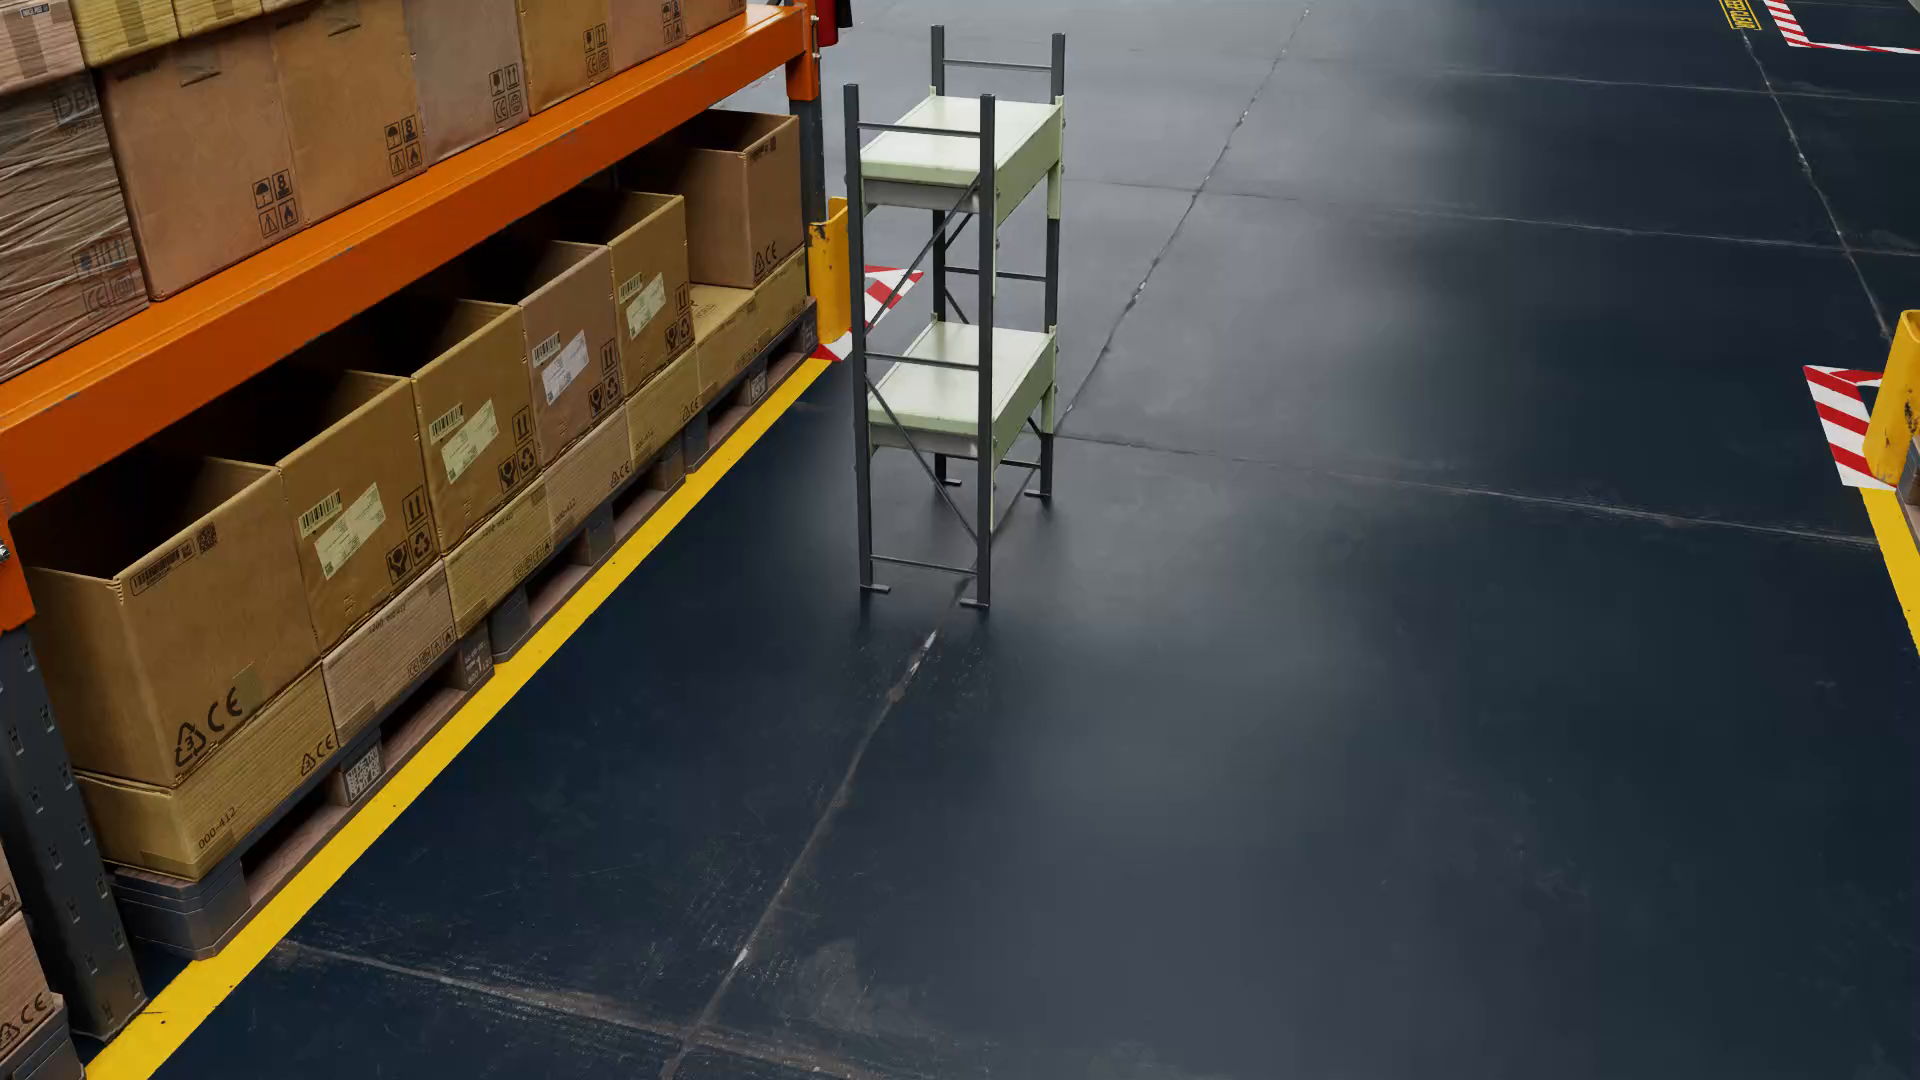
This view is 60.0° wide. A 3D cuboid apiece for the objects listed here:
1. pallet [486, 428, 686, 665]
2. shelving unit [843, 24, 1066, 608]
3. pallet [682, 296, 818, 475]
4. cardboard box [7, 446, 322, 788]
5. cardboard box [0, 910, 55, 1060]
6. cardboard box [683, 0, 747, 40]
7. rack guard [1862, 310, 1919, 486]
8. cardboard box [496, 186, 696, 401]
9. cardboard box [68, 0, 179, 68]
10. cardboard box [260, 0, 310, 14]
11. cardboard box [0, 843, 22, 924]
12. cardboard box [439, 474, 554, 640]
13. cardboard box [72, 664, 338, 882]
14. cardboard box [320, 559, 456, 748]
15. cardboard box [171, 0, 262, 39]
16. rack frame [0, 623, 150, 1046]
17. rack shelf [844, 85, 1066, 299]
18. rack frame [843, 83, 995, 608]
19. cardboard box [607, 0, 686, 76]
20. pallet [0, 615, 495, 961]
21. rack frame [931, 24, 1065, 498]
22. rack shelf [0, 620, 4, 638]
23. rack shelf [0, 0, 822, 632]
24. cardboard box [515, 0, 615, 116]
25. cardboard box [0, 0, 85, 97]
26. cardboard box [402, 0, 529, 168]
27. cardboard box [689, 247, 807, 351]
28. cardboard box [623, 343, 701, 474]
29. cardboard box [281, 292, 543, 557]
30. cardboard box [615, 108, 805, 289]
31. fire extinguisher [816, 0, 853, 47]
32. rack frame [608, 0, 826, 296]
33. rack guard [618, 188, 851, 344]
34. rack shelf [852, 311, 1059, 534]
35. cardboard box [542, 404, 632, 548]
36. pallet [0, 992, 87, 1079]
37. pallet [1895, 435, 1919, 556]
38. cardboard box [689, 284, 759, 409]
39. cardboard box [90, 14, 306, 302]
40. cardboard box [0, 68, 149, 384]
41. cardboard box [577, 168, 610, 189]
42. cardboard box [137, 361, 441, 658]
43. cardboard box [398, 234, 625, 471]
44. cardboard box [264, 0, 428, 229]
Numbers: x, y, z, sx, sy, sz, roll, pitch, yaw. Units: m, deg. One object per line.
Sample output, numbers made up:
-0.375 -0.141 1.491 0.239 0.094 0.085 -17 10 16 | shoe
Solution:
-1.570 -0.093 5.199 1.003 0.211 1.213 8 30 15 | pallet
0.002 -0.659 4.891 0.431 1.500 0.755 8 30 15 | shelving unit
-1.210 -0.658 6.215 1.003 0.211 1.213 8 30 15 | pallet
-1.765 0.141 3.536 0.500 0.500 0.500 8 30 15 | cardboard box
-2.045 0.873 2.991 0.500 0.250 0.500 8 30 14 | cardboard box
-1.175 -2.066 5.776 0.700 0.500 0.500 9 30 15 | cardboard box
3.688 -0.405 5.463 1.175 0.500 0.348 8 30 15 | rack guard
-1.178 -0.789 5.207 0.500 0.500 0.500 8 30 15 | cardboard box
-1.788 -1.040 3.264 0.380 0.149 0.250 8 30 14 | cardboard box
-1.637 -1.278 3.692 0.380 0.149 0.250 7 30 13 | cardboard box
-2.045 0.623 2.863 0.500 0.311 0.500 8 30 15 | cardboard box
-1.471 0.004 4.554 0.500 0.250 0.500 8 30 15 | cardboard box
-1.774 0.467 3.721 0.500 0.250 0.500 8 30 15 | cardboard box
-1.623 0.235 4.138 0.500 0.250 0.500 8 30 15 | cardboard box
-1.713 -1.162 3.483 0.380 0.149 0.250 8 30 14 | cardboard box
-2.200 -0.379 2.845 1.000 3.000 0.127 8 30 15 | rack frame
0.002 -1.000 4.701 0.431 0.370 0.720 8 30 15 | rack shelf
-0.105 -0.488 4.585 0.400 1.500 0.023 8 30 15 | rack frame
-1.325 -1.821 5.336 0.700 0.500 0.500 9 30 16 | cardboard box
-1.927 0.476 4.177 1.003 0.211 1.213 8 30 15 | pallet
0.109 -0.829 5.197 0.400 1.500 0.023 8 30 15 | rack frame
-2.787 0.865 1.349 1.077 0.370 4.000 8 30 15 | rack shelf
-1.613 -0.994 4.691 1.077 0.370 4.000 8 30 15 | rack shelf
-1.476 -1.592 4.923 0.700 0.500 0.500 9 30 15 | cardboard box
-1.863 -0.920 3.048 0.380 0.149 0.250 9 30 16 | cardboard box
-1.627 -1.346 4.482 0.700 0.500 0.500 9 30 16 | cardboard box
-0.901 -0.928 6.229 0.500 0.250 0.500 8 30 15 | cardboard box
-1.181 -0.461 5.390 0.500 0.250 0.500 8 30 15 | cardboard box
-1.471 -0.324 4.372 0.500 0.500 0.500 8 30 15 | cardboard box
-0.899 -1.256 6.047 0.500 0.500 0.500 8 30 15 | cardboard box
-0.547 -2.192 6.185 0.296 0.674 0.183 8 30 15 | fire extinguisher
-1.026 -2.238 6.187 1.000 3.000 0.127 8 30 15 | rack frame
-1.019 -1.156 6.815 1.175 0.500 0.348 8 30 15 | rack guard
0.002 -0.374 5.049 0.431 0.370 0.720 8 30 15 | rack shelf
-1.330 -0.229 4.973 0.500 0.250 0.500 8 30 15 | cardboard box
-2.379 1.188 2.898 1.003 0.211 1.213 8 30 15 | pallet
3.416 0.094 4.864 1.003 0.211 1.213 8 30 15 | pallet
-1.036 -0.694 5.809 0.500 0.250 0.500 8 30 15 | cardboard box
-1.927 -0.876 3.636 0.700 0.500 0.500 8 30 14 | cardboard box
-2.076 -0.630 3.193 0.700 0.500 0.500 8 30 14 | cardboard box
-1.541 -1.097 5.762 0.500 0.500 0.500 8 30 15 | cardboard box
-1.625 -0.093 3.956 0.500 0.500 0.500 8 30 15 | cardboard box
-1.326 -0.557 4.790 0.500 0.500 0.500 8 30 15 | cardboard box
-1.776 -1.108 4.054 0.700 0.500 0.500 9 30 16 | cardboard box
